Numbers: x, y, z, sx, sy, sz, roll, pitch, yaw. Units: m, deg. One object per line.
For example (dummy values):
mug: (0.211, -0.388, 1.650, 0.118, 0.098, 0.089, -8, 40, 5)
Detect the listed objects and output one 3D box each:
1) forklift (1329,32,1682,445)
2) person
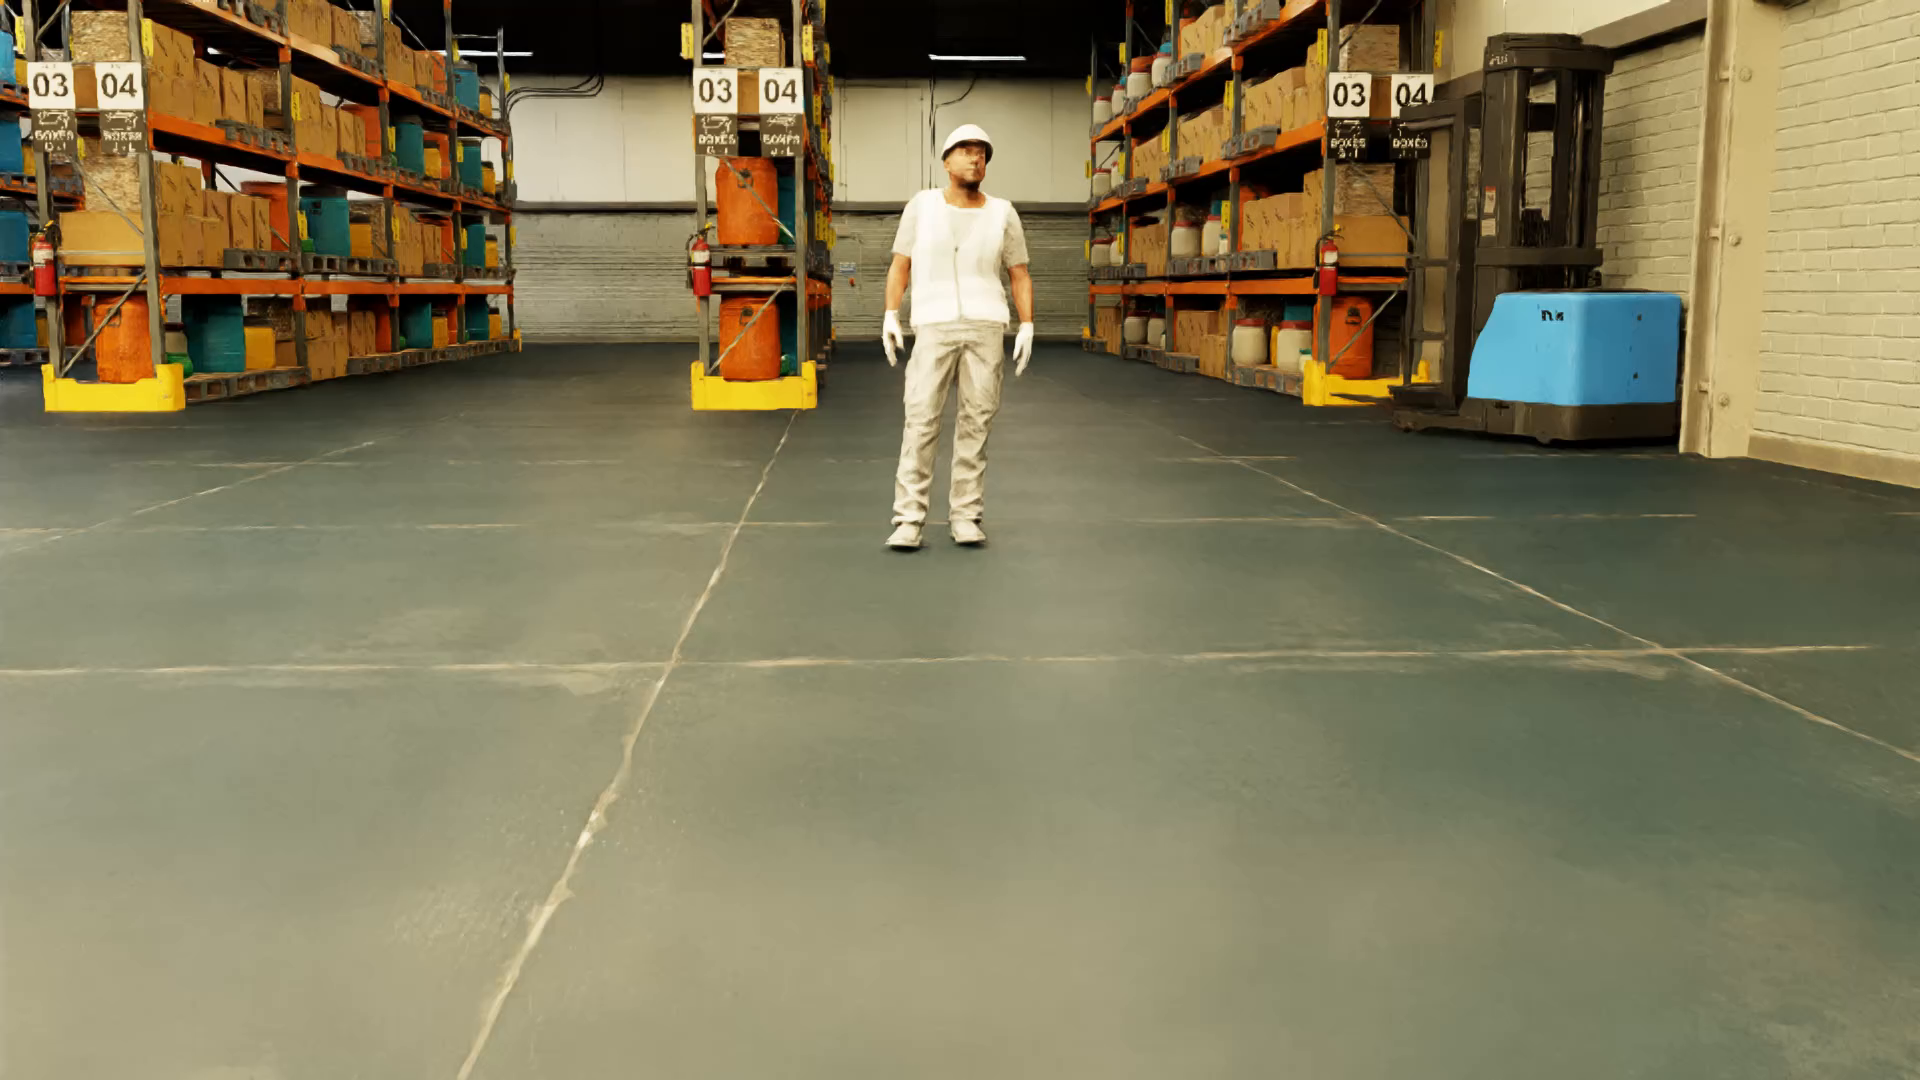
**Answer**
forklift: (4.064, -2.299, 12.815, 1.130, 2.935, 3.031, -4, 9, -23)
person: (-0.004, -0.878, 7.106, 0.655, 1.782, 0.576, -1, 8, -4)
